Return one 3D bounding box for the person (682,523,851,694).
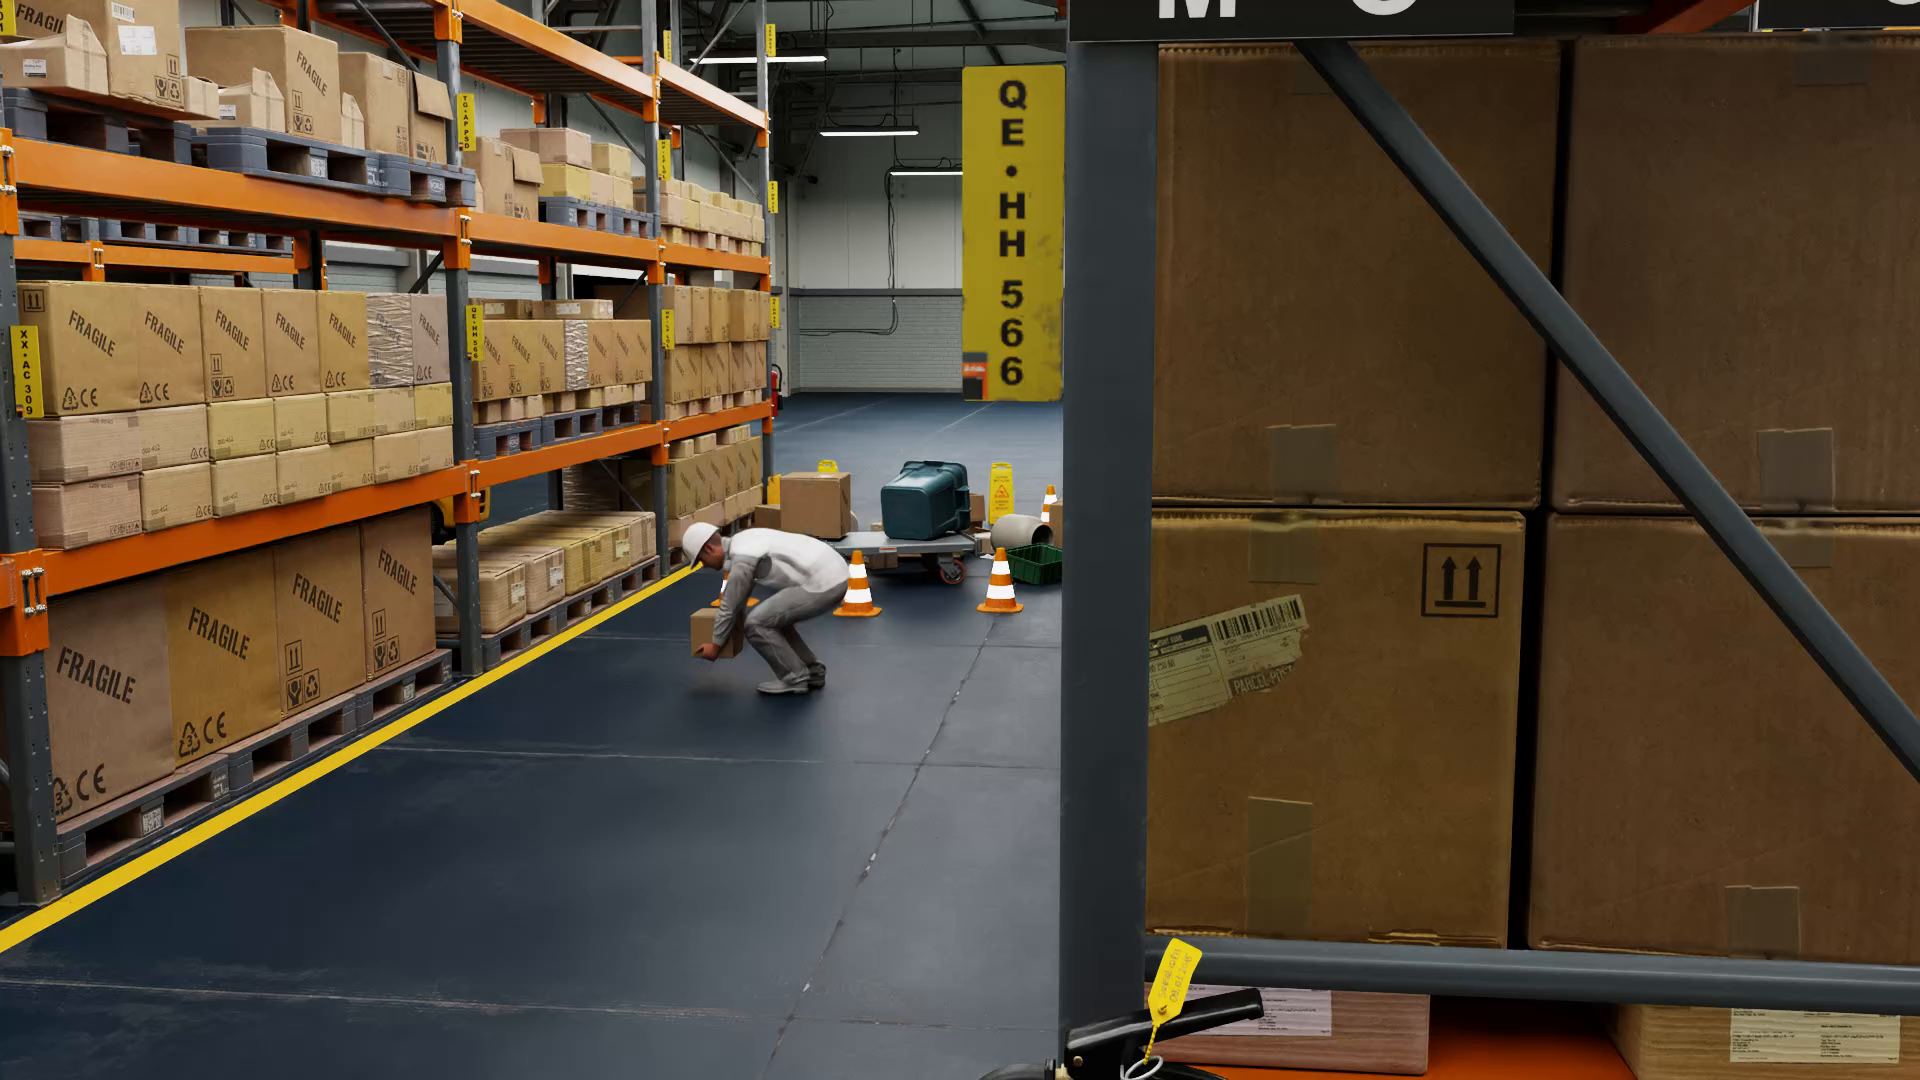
[{"bbox_3d":[-1.131,0.390,9.753,0.973,0.988,0.506,1,8,4],"label":"person"}]
